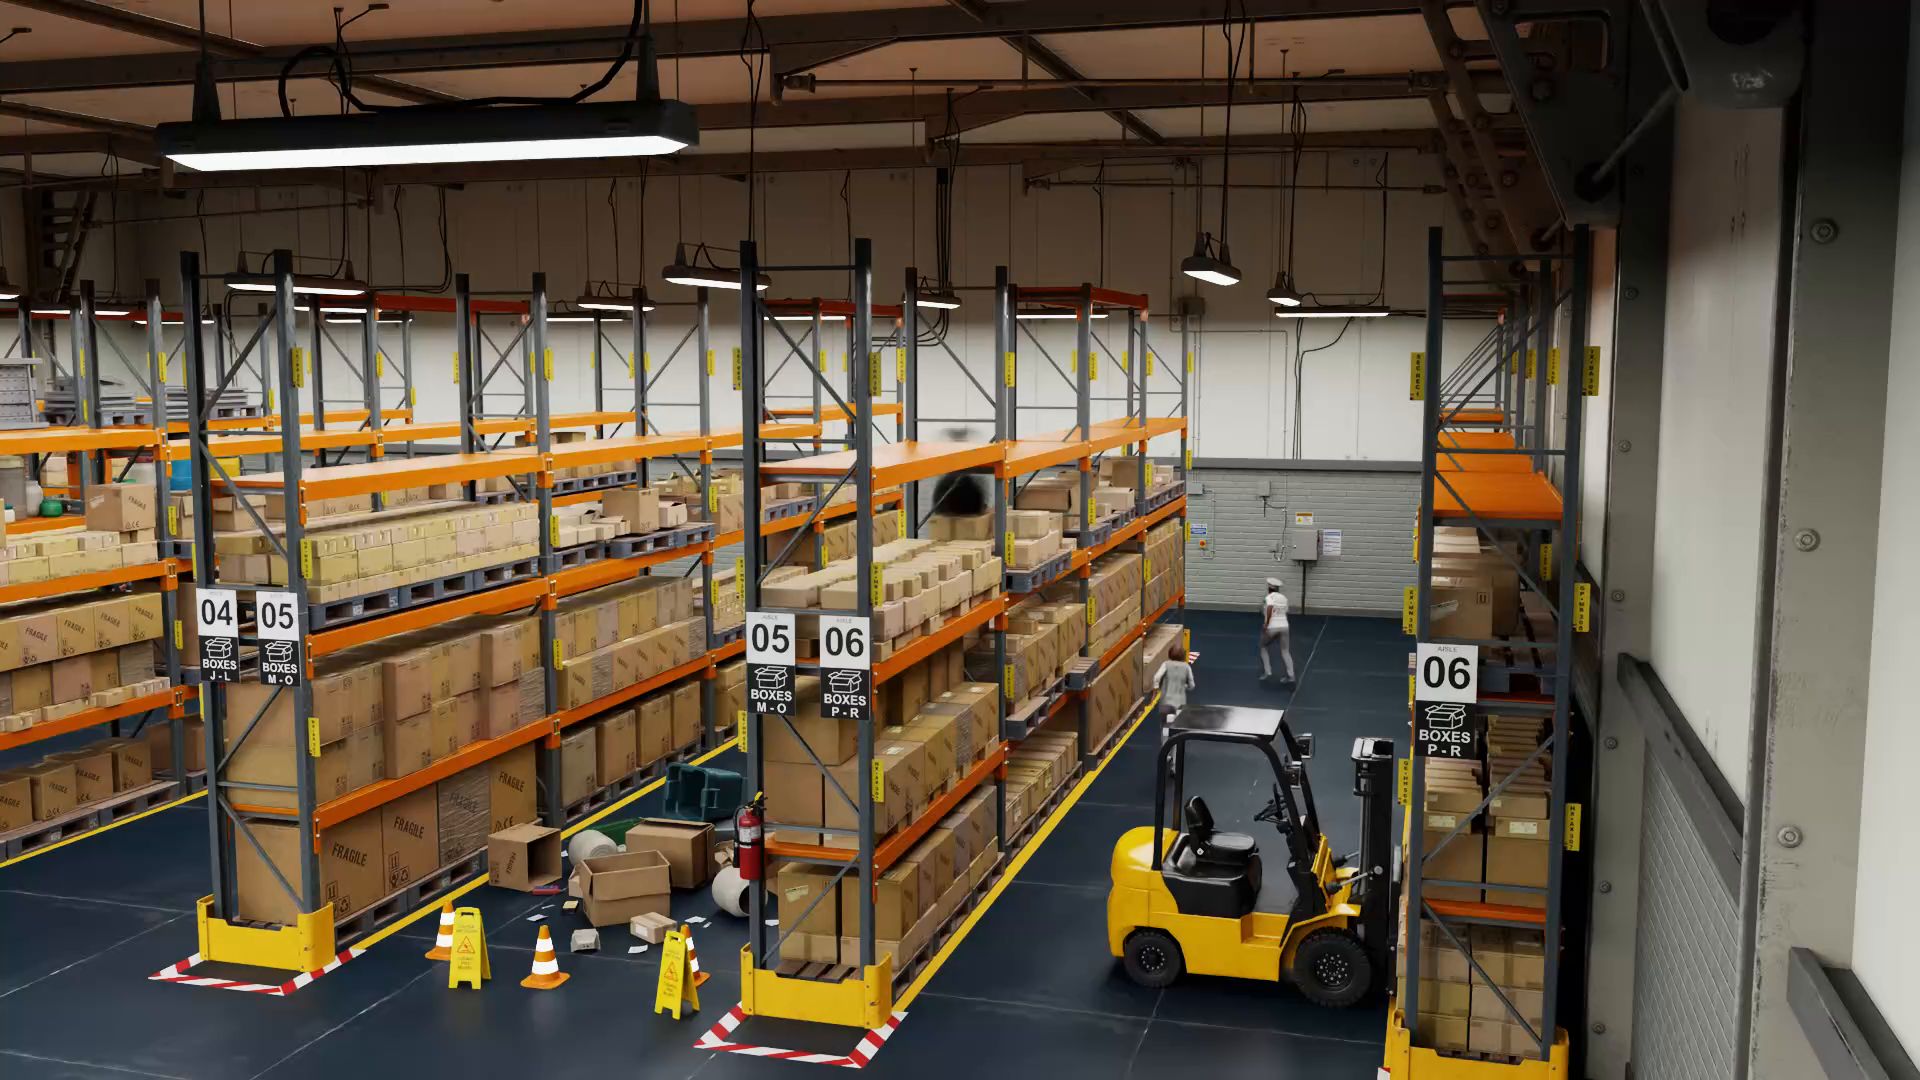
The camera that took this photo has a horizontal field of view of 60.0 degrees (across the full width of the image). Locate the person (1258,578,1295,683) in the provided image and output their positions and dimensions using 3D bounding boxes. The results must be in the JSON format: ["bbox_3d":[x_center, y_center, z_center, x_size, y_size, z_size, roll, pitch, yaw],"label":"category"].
[{"bbox_3d":[4.958,1.442,26.118,0.573,1.656,0.961,-2,7,-17],"label":"person"}]

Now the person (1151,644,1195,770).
[{"bbox_3d":[2.652,2.086,20.734,0.539,1.545,0.899,1,6,7],"label":"person"}]
